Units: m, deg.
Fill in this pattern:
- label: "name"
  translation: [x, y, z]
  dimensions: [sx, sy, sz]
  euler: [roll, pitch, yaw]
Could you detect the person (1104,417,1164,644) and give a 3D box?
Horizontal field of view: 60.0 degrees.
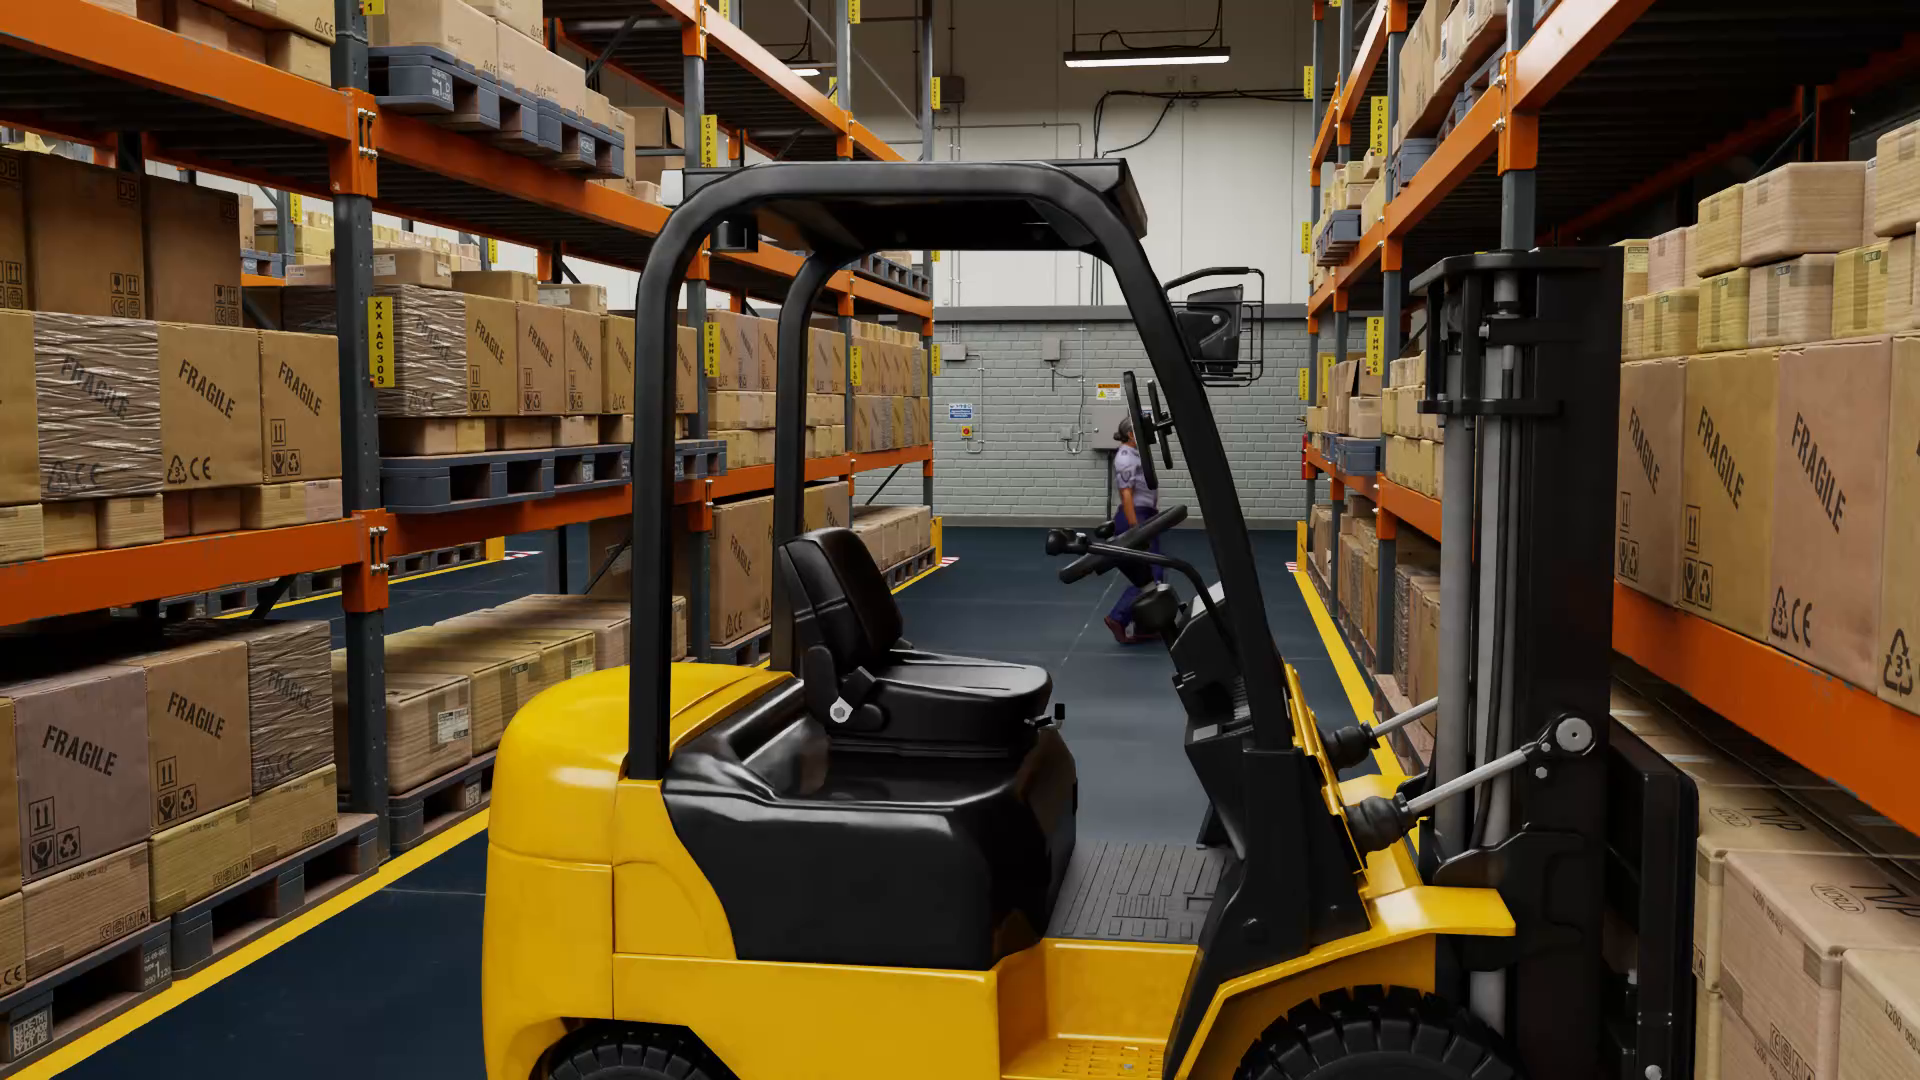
- label: "person"
  translation: [1.315, -0.081, 12.115]
  dimensions: [0.498, 1.635, 0.515]
  euler: [1, 5, 9]
